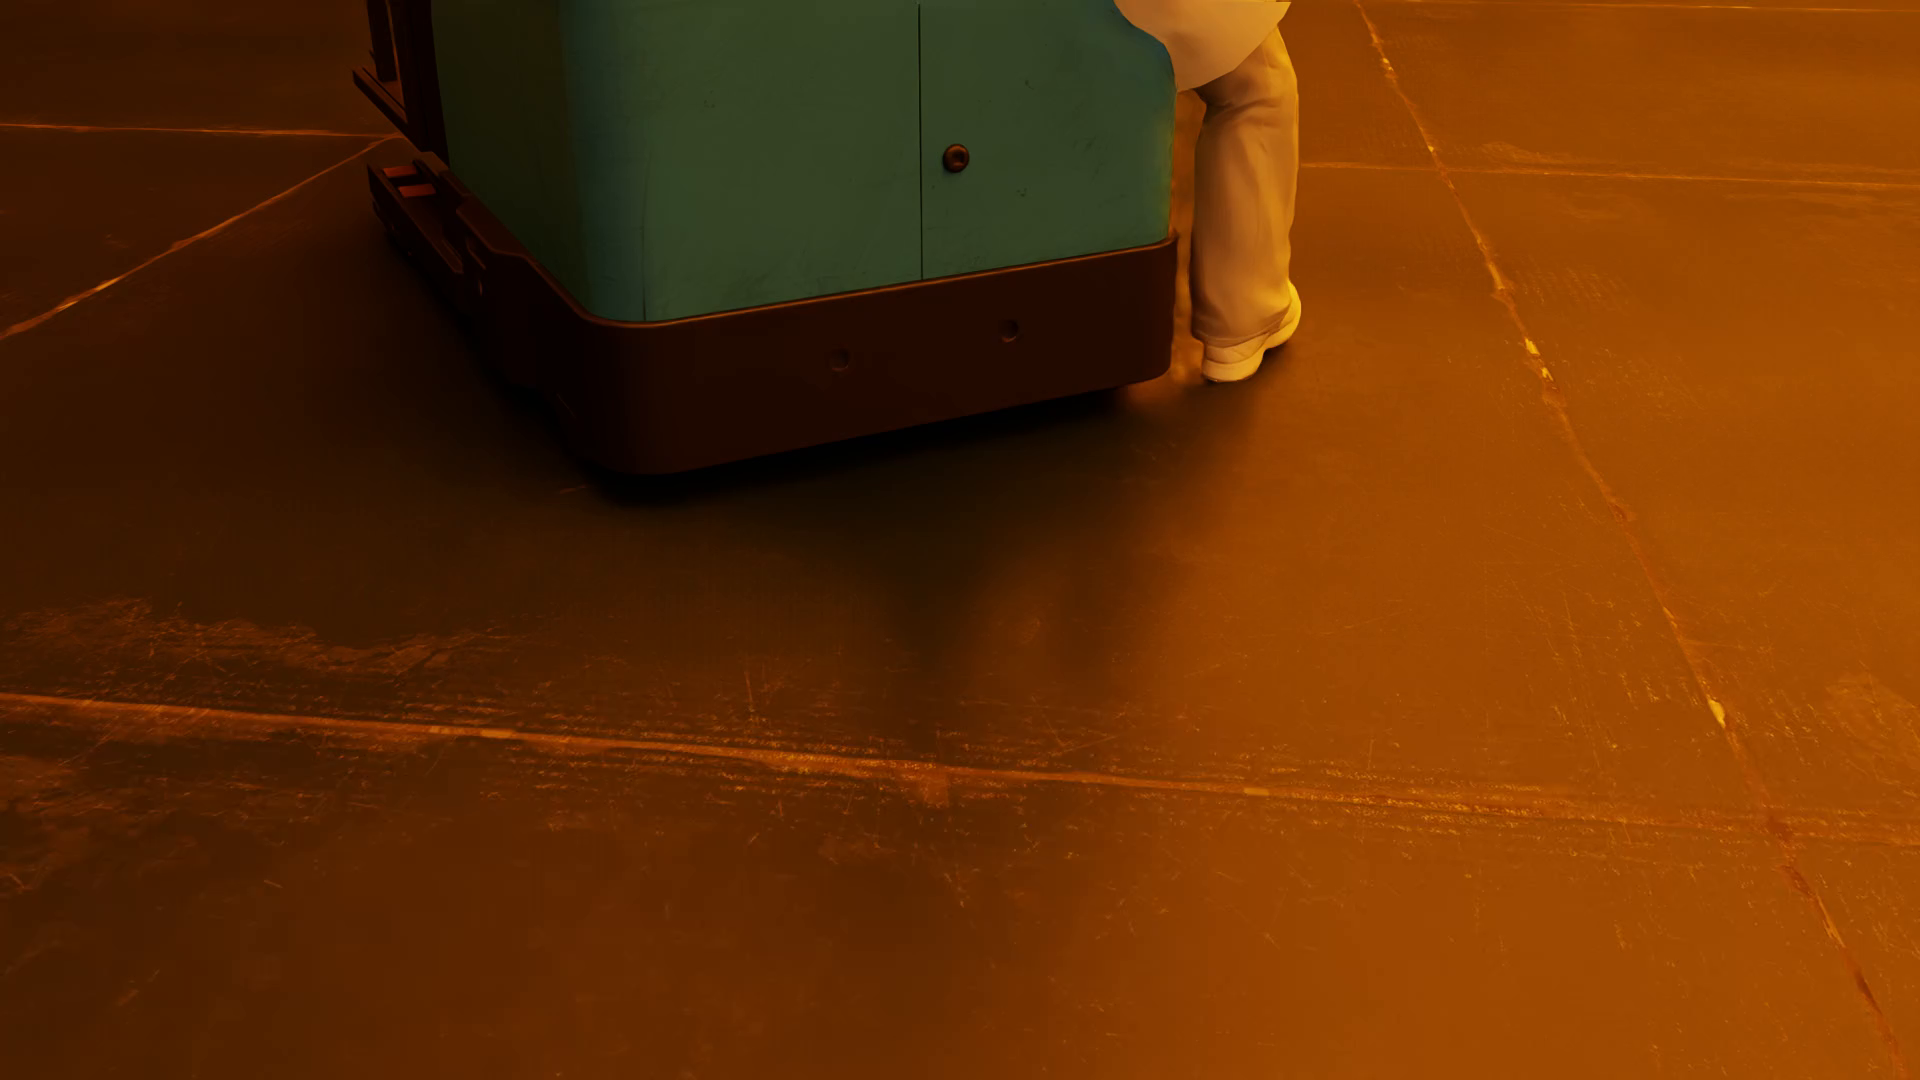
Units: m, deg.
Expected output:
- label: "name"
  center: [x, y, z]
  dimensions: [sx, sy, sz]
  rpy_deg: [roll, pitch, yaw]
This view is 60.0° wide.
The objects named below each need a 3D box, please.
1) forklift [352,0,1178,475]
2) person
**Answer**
- label: "forklift"
  center: [-0.747, -2.037, 3.300]
  dimensions: [1.130, 2.935, 3.031]
  rpy_deg: [-13, 29, -24]
- label: "person"
  center: [0.215, -1.055, 2.754]
  dimensions: [0.910, 1.663, 0.928]
  rpy_deg: [9, 28, 17]
